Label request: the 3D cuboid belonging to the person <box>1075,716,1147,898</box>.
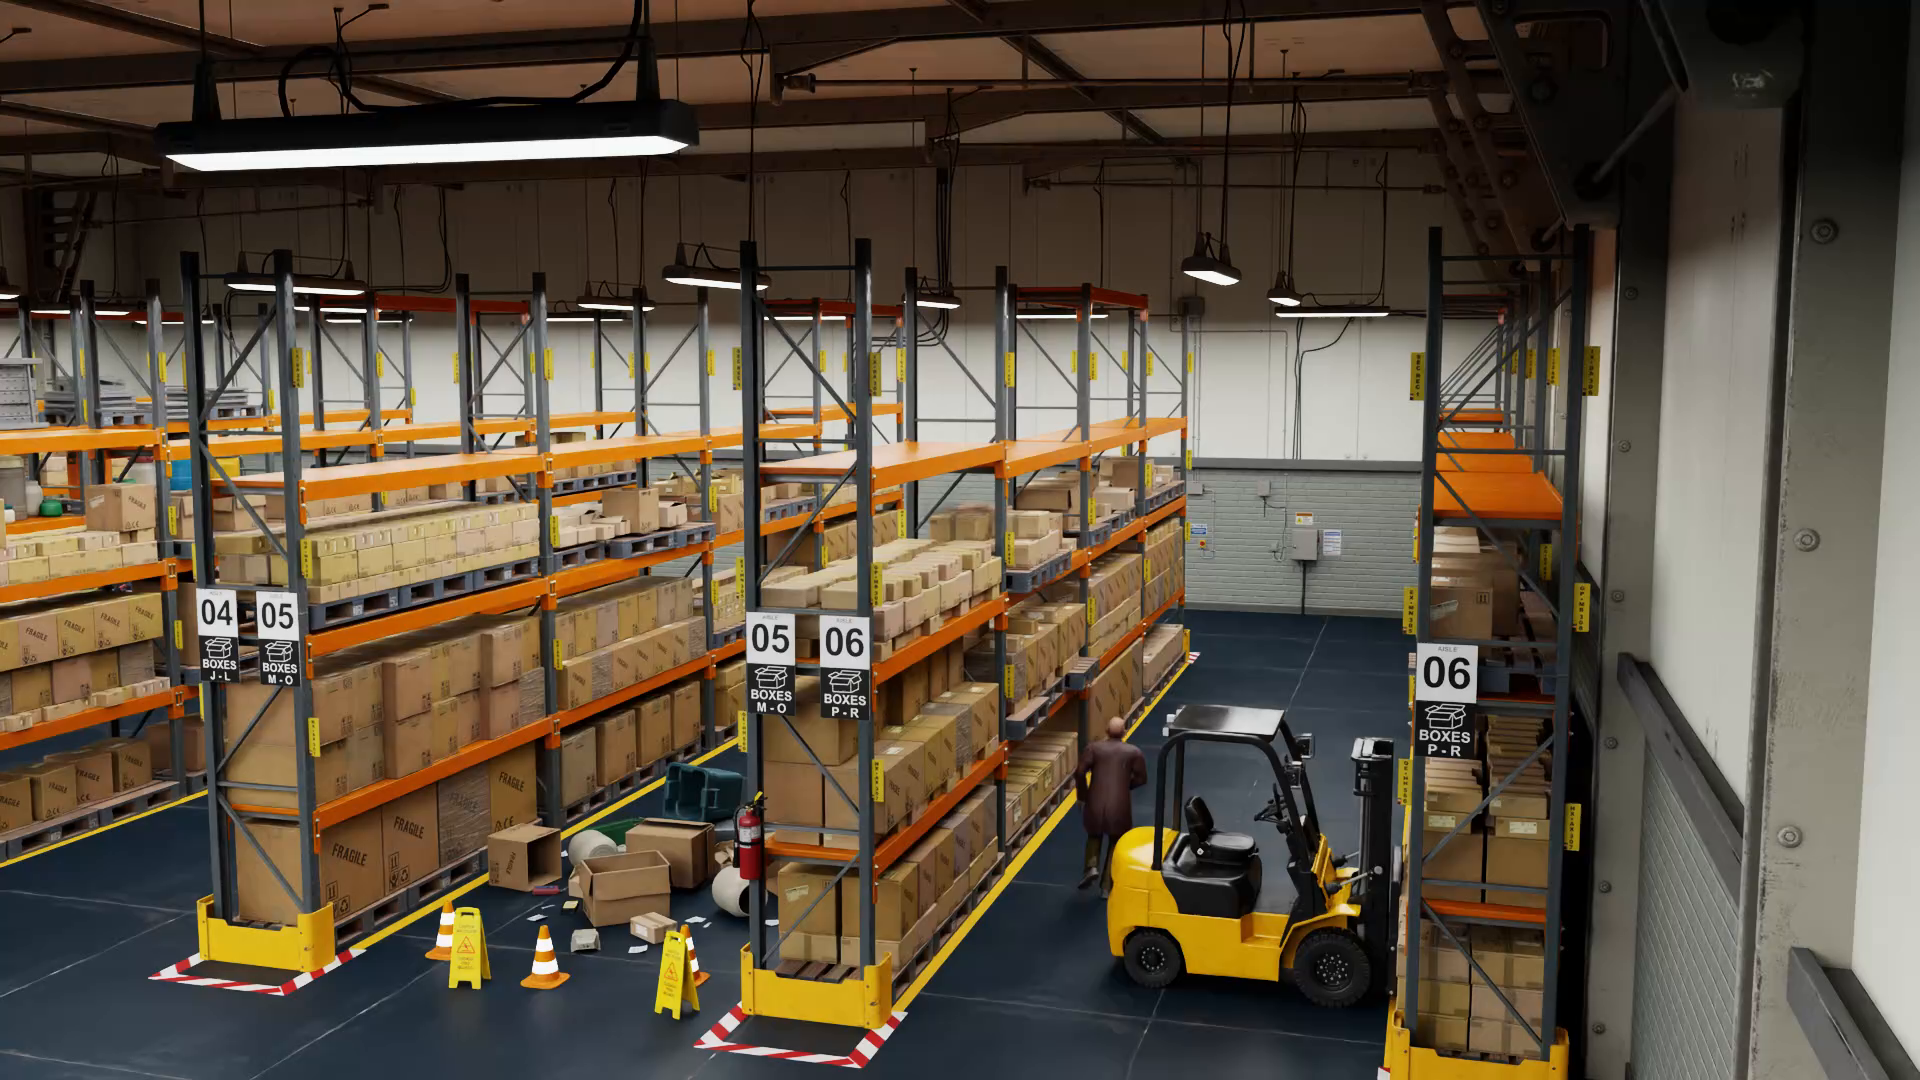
[{"bbox_3d":[1.447,2.548,16.016,0.666,1.683,0.838,2,7,18],"label":"person"}]
